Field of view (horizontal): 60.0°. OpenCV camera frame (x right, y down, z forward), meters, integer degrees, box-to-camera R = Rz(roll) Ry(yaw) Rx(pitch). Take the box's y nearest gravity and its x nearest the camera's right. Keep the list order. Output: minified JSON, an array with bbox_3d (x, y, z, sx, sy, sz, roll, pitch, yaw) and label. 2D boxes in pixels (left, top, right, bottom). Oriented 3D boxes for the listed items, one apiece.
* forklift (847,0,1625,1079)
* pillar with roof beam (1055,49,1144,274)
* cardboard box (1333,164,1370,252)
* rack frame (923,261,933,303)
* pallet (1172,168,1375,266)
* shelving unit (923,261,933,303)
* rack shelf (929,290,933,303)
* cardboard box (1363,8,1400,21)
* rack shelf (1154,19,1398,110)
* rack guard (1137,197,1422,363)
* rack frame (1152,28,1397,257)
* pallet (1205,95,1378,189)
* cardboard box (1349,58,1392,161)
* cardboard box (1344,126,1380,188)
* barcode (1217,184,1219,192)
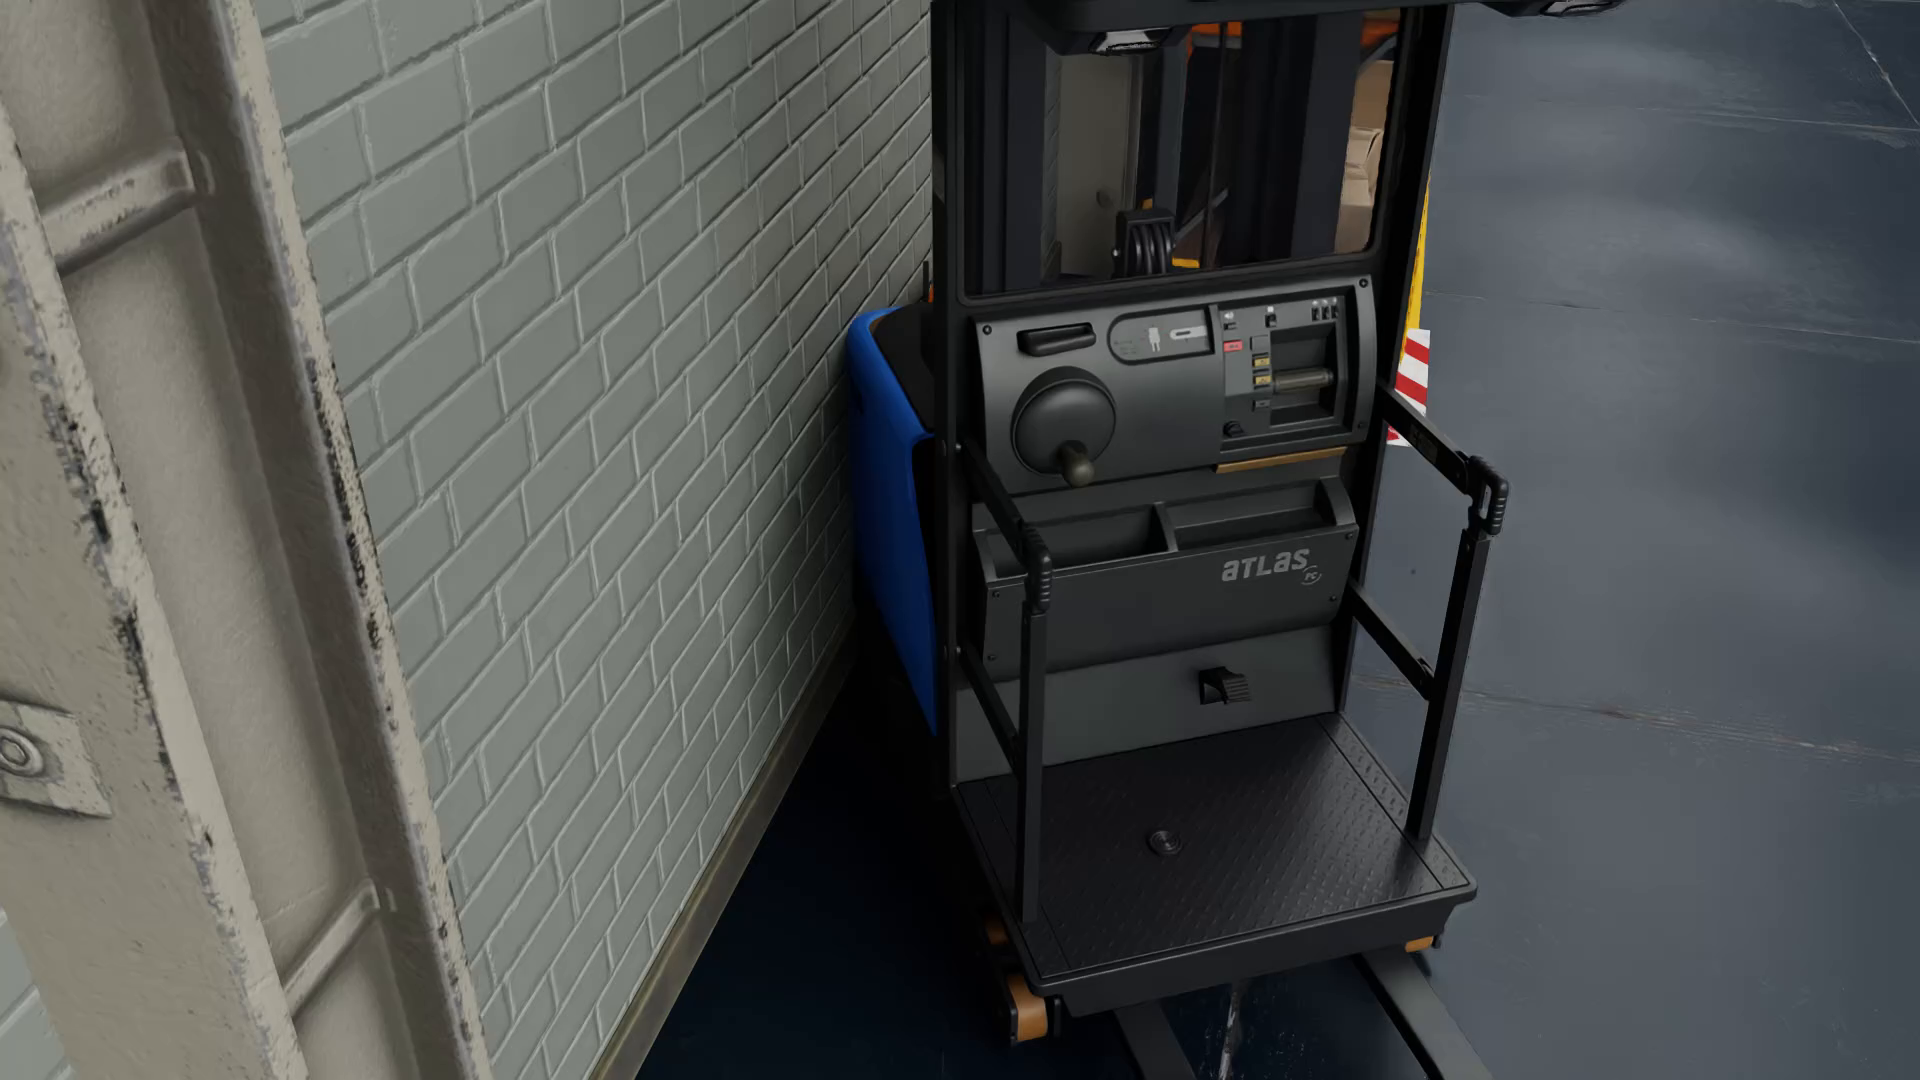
[{"bbox_3d":[0.548,-0.300,3.489,1.130,2.935,3.031,-9,33,-14],"label":"forklift"},{"bbox_3d":[4.792,-4.540,4.503,9.100,9.000,0.400,8,33,12],"label":"pillar with roof beam"},{"bbox_3d":[1.550,-1.511,7.427,0.500,0.311,0.500,4,33,7],"label":"cardboard box"},{"bbox_3d":[-0.017,-0.408,5.412,0.200,1.050,0.008,8,33,12],"label":"rack frame"},{"bbox_3d":[1.547,-1.393,7.744,1.003,0.211,1.213,8,33,12],"label":"pallet"},{"bbox_3d":[0.014,-0.471,5.512,0.215,1.050,0.252,8,33,12],"label":"shelving unit"},{"bbox_3d":[0.014,-0.701,5.365,0.215,0.259,0.240,8,33,12],"label":"rack shelf"},{"bbox_3d":[1.718,-2.268,6.643,0.500,0.250,0.500,7,33,11],"label":"cardboard box"},{"bbox_3d":[1.794,-2.847,8.104,1.077,0.370,4.000,8,33,12],"label":"rack shelf"},{"bbox_3d":[1.306,-1.098,7.011,1.175,0.500,0.348,8,33,12],"label":"rack guard"},{"bbox_3d":[1.287,-2.113,6.278,1.000,3.000,0.127,8,33,12],"label":"rack frame"},{"bbox_3d":[1.858,-2.024,8.736,1.003,0.211,1.213,8,33,12],"label":"pallet"},{"bbox_3d":[1.929,-2.260,8.430,0.700,0.500,0.500,6,33,9],"label":"cardboard box"},{"bbox_3d":[1.694,-1.807,7.892,0.500,0.311,0.500,11,34,16],"label":"cardboard box"},{"bbox_3d":[1.167,-1.579,7.525,0.001,0.075,0.075,8,33,12],"label":"barcode"}]
